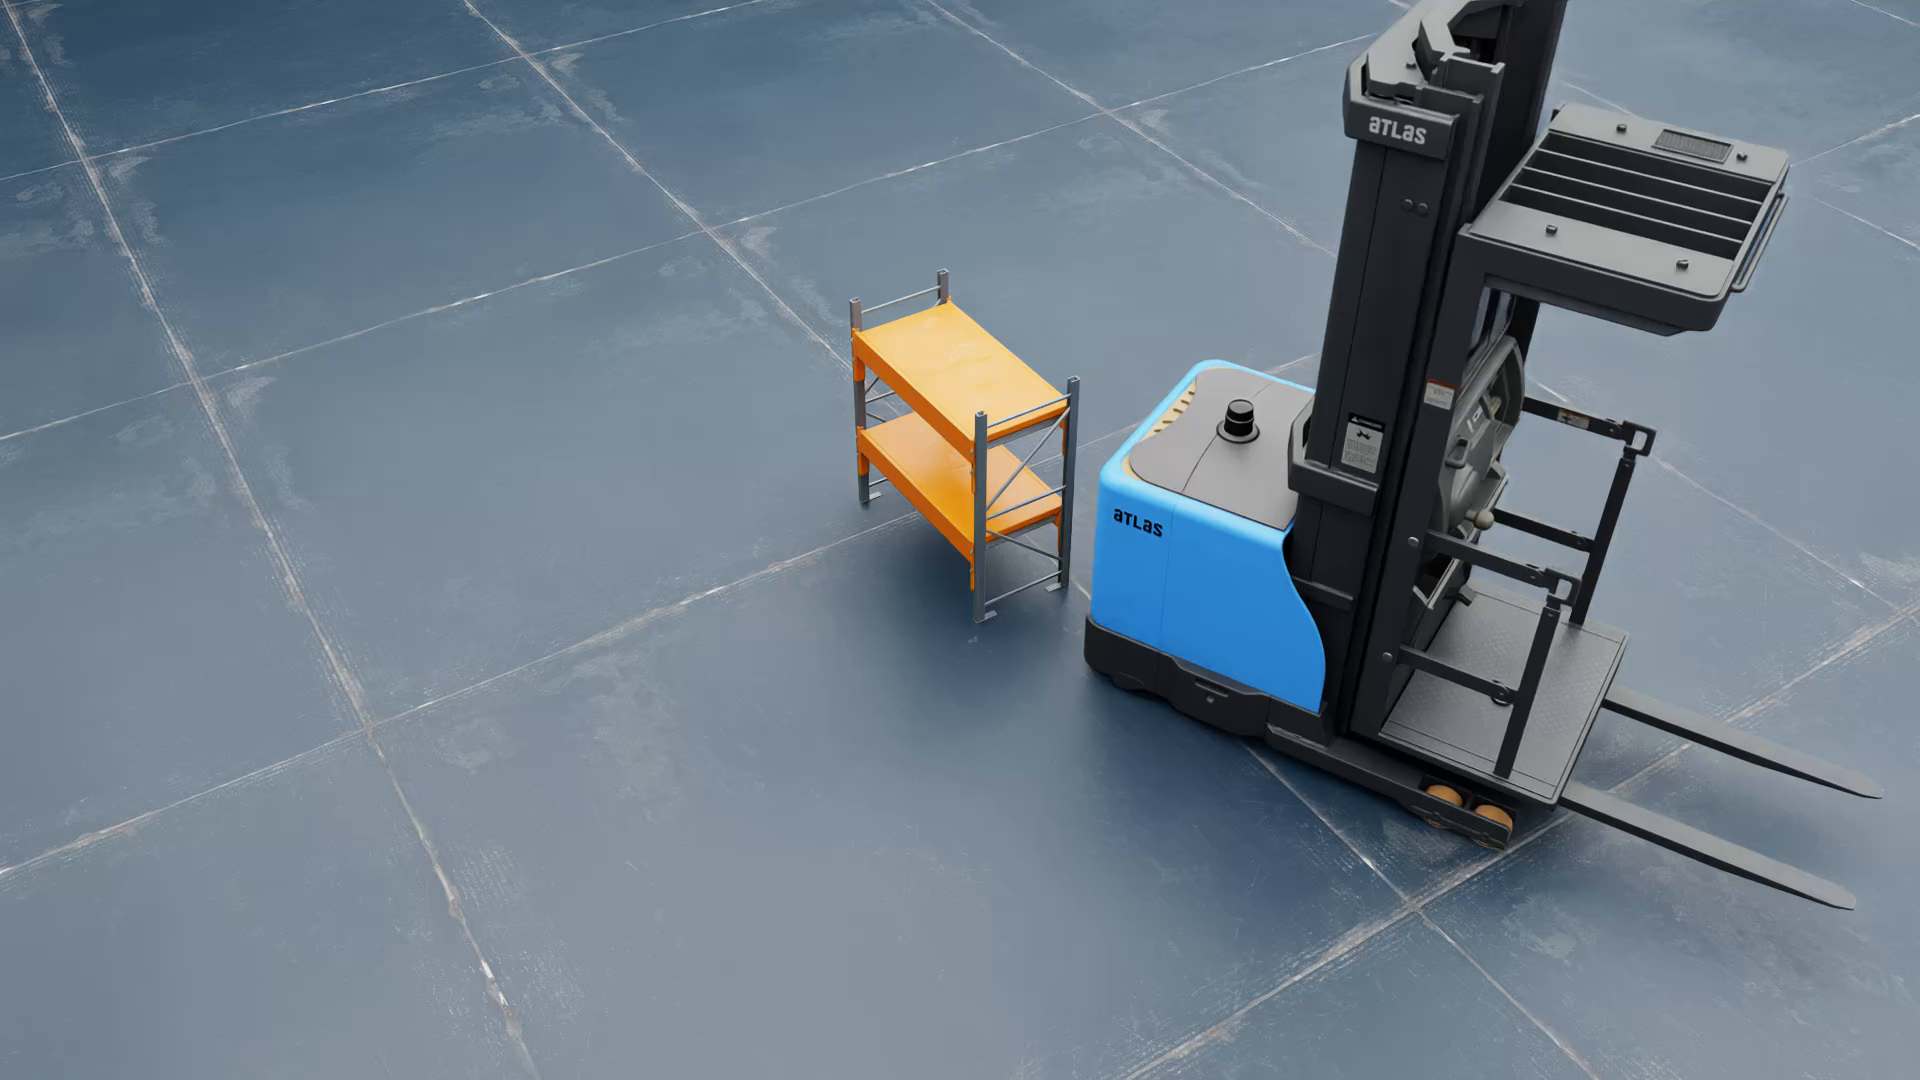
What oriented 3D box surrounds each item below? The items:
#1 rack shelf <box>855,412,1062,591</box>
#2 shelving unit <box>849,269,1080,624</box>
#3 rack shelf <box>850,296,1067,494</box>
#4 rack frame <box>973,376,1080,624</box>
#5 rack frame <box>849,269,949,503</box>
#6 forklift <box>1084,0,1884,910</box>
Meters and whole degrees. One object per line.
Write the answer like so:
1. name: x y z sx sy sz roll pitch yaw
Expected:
1. rack shelf: 0.004 -0.241 7.603 0.538 0.278 1.000 -22 45 -24
2. shelving unit: 0.004 -0.428 7.446 0.538 1.125 1.048 -22 45 -24
3. rack shelf: 0.004 -0.653 7.259 0.538 0.278 1.000 -22 45 -24
4. rack frame: 0.277 -0.154 7.117 0.500 1.125 0.032 -22 45 -24
5. rack frame: -0.270 -0.703 7.775 0.500 1.125 0.032 -22 45 -24
6. forklift: 2.053 -0.334 5.922 3.031 2.935 1.130 22 44 24
